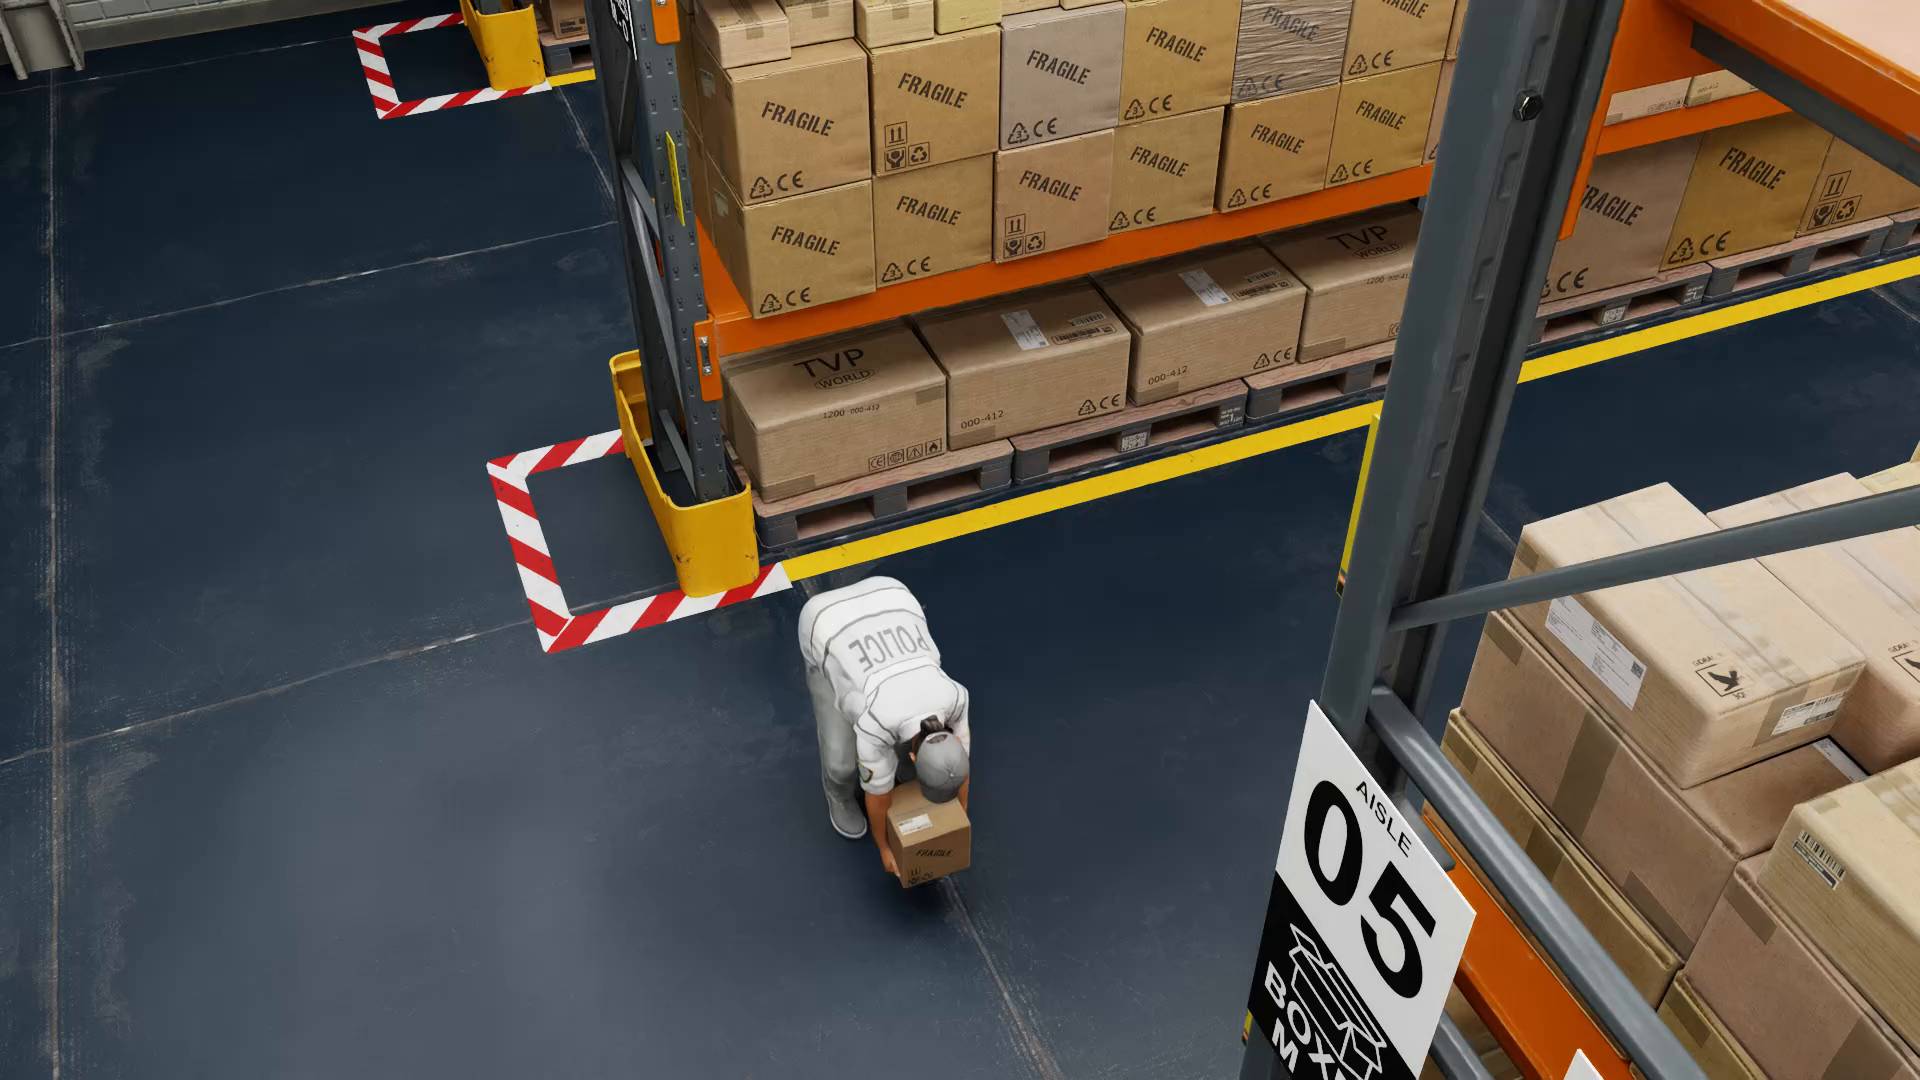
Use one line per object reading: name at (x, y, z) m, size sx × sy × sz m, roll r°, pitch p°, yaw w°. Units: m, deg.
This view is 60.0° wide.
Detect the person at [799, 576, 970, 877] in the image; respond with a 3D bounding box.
person at (-0.225, 0.722, 5.837) m, size 0.494 × 1.025 × 0.951 m, roll -17°, pitch 45°, yaw -18°
